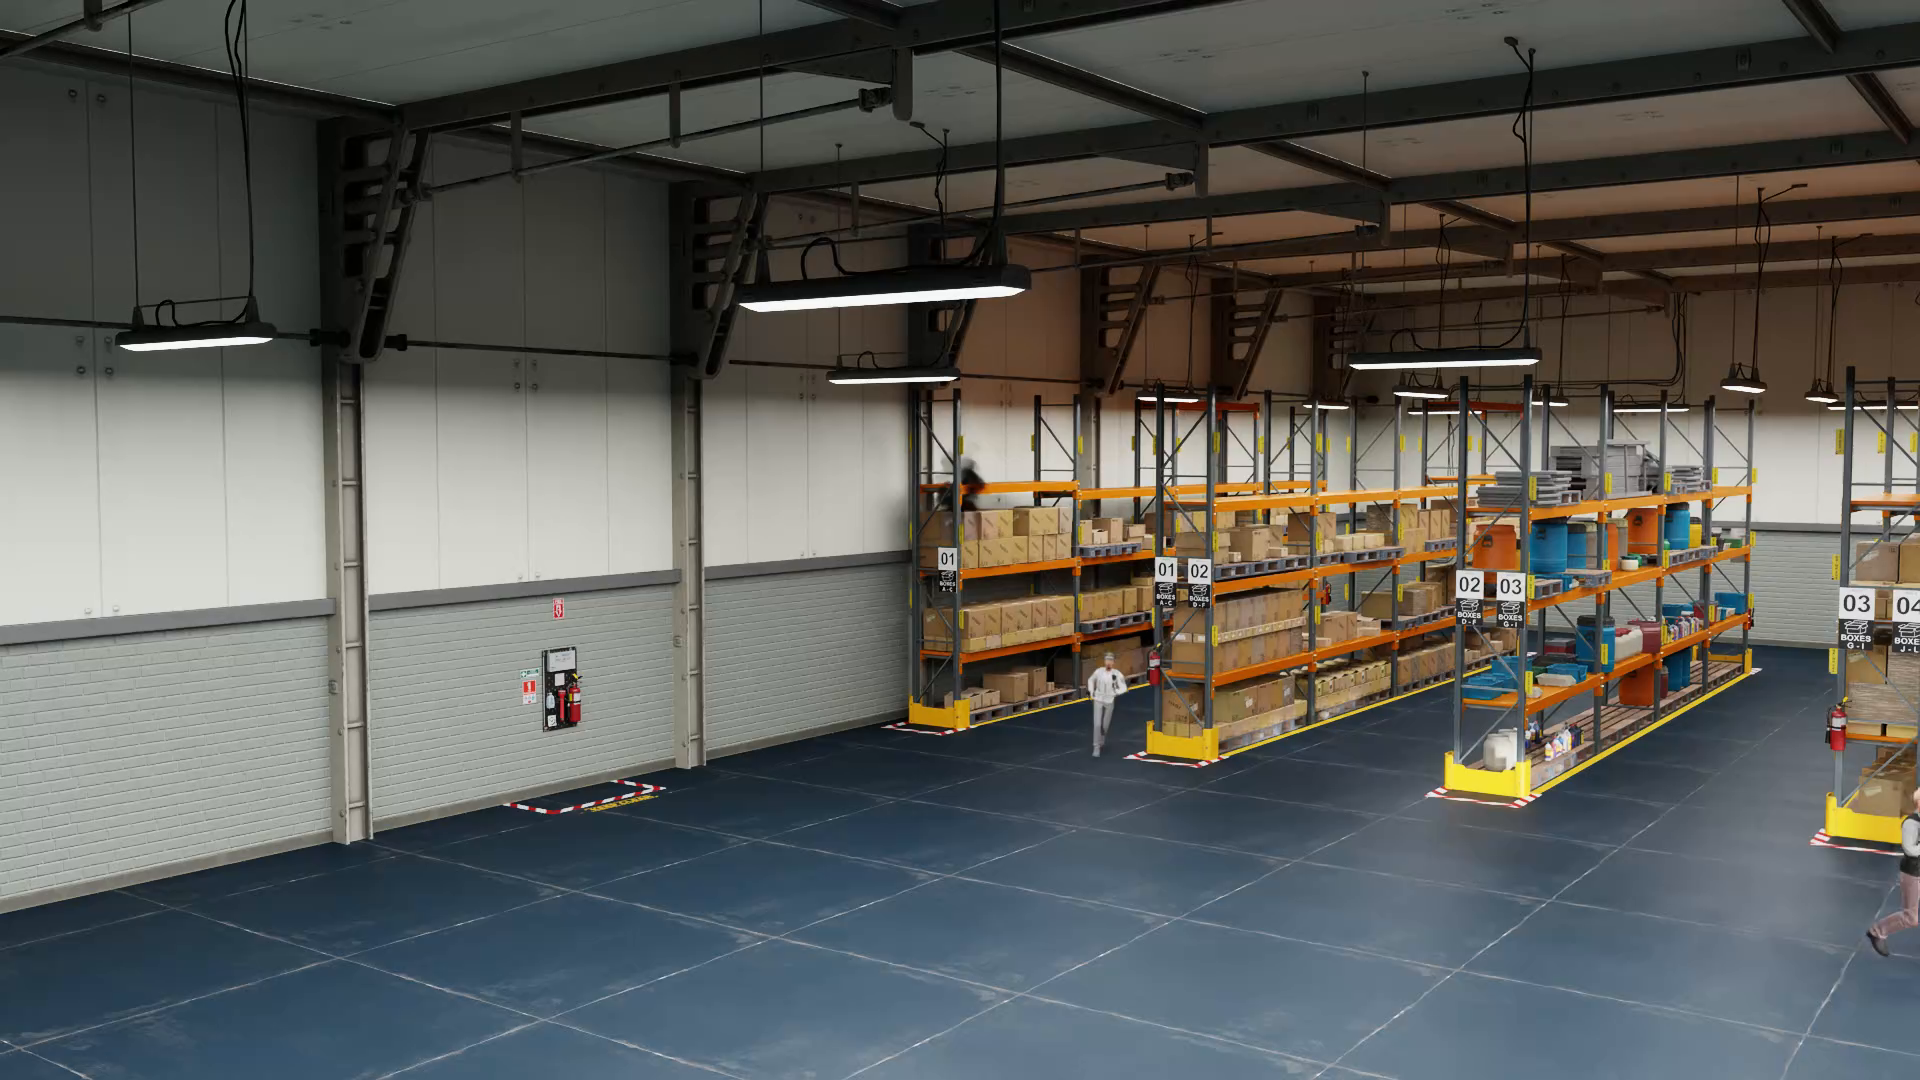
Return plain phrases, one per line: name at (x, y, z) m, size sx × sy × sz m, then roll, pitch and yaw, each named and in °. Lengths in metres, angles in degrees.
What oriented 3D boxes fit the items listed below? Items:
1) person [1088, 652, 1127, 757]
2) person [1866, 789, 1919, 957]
person at (2.379, 2.646, 27.054) m, size 0.638 × 1.686 × 0.787 m, roll 1°, pitch 3°, yaw 13°
person at (9.145, 3.214, 15.822) m, size 0.689 × 1.709 × 0.939 m, roll -2°, pitch 4°, yaw -33°
